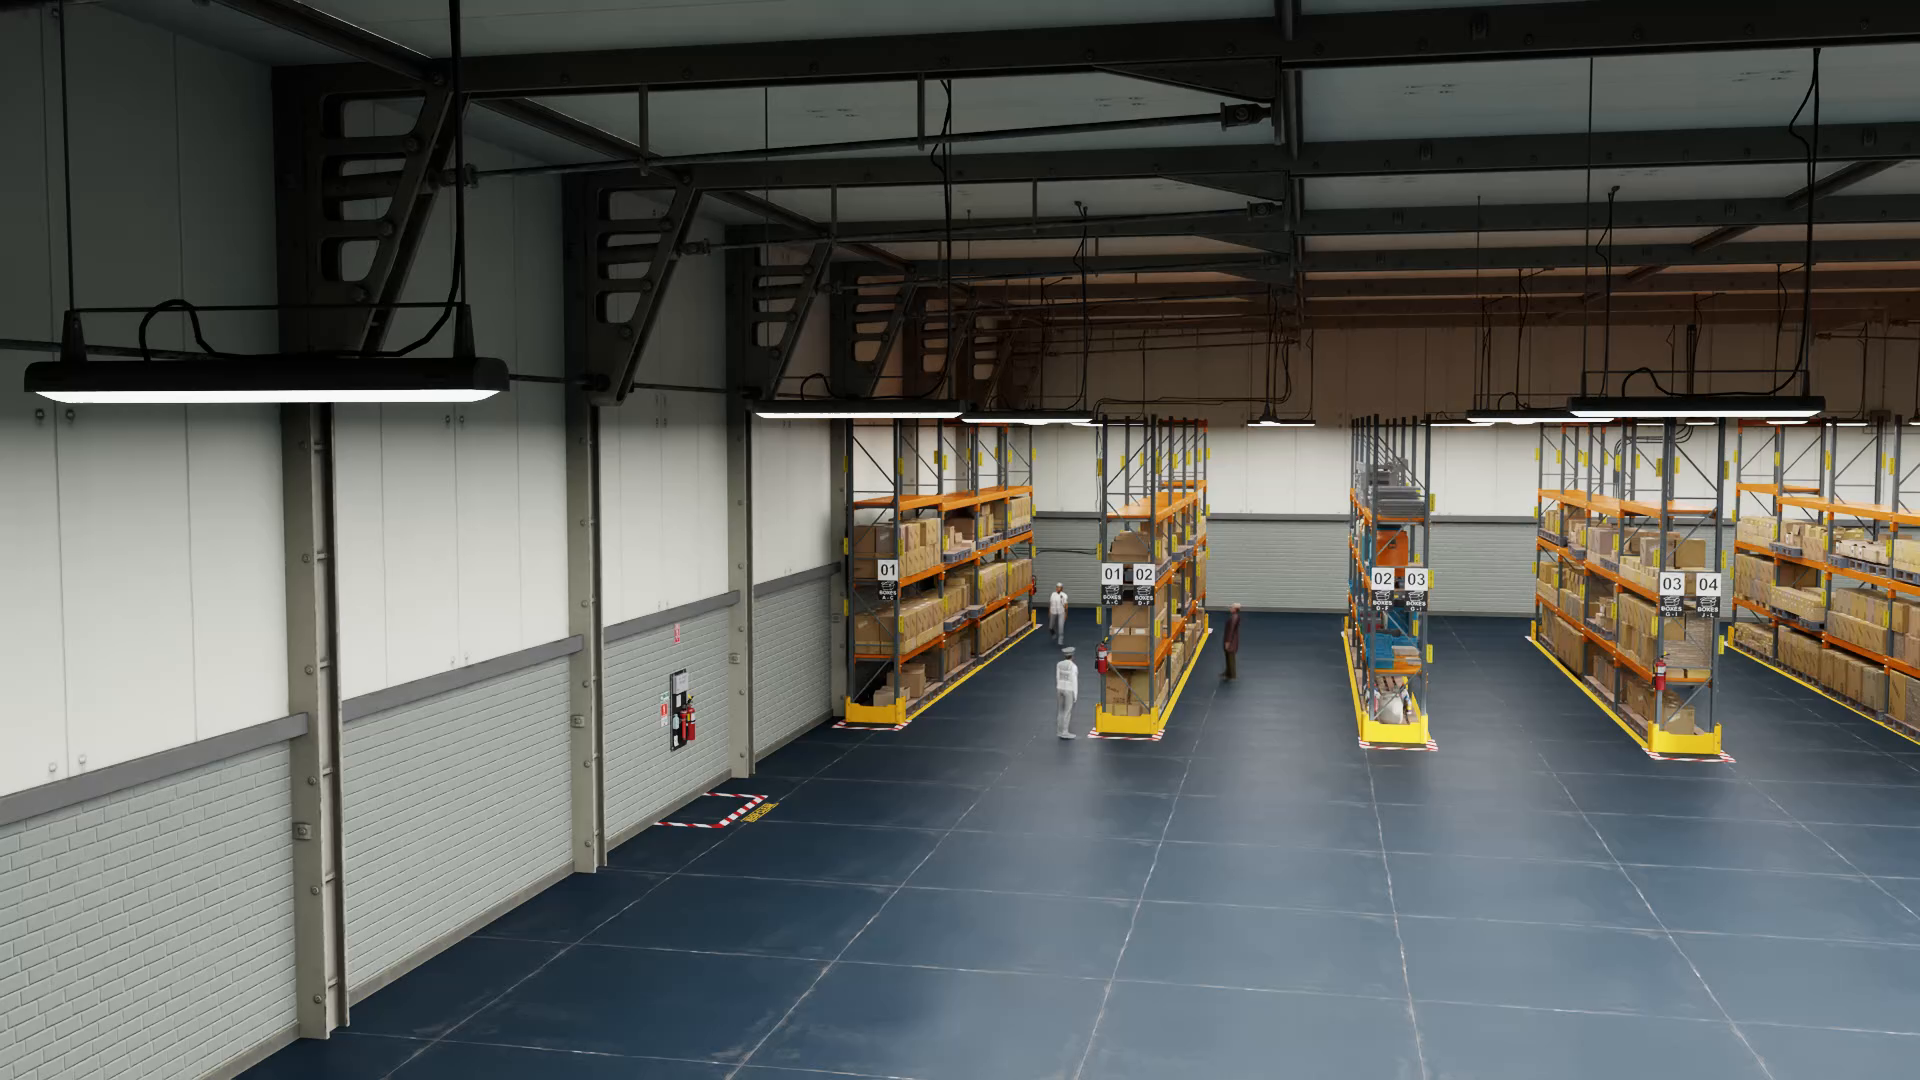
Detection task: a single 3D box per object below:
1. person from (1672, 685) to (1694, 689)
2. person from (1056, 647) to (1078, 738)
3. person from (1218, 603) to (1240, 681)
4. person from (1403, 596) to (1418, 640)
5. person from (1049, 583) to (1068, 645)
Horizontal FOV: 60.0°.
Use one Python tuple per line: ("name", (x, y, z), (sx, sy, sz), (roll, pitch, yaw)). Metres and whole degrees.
("person", (16.055, 2.410, 36.828), (0.384, 1.736, 0.653), (-1, 4, -14))
("person", (1.986, 2.832, 30.804), (0.337, 1.688, 0.503), (-3, 5, -42))
("person", (6.112, 2.314, 38.015), (0.645, 1.770, 0.584), (3, 5, 34))
("person", (12.179, 1.848, 44.902), (0.408, 1.779, 0.619), (3, 5, 34))
("person", (2.623, 1.960, 44.223), (0.511, 1.613, 0.665), (1, 4, 9))
